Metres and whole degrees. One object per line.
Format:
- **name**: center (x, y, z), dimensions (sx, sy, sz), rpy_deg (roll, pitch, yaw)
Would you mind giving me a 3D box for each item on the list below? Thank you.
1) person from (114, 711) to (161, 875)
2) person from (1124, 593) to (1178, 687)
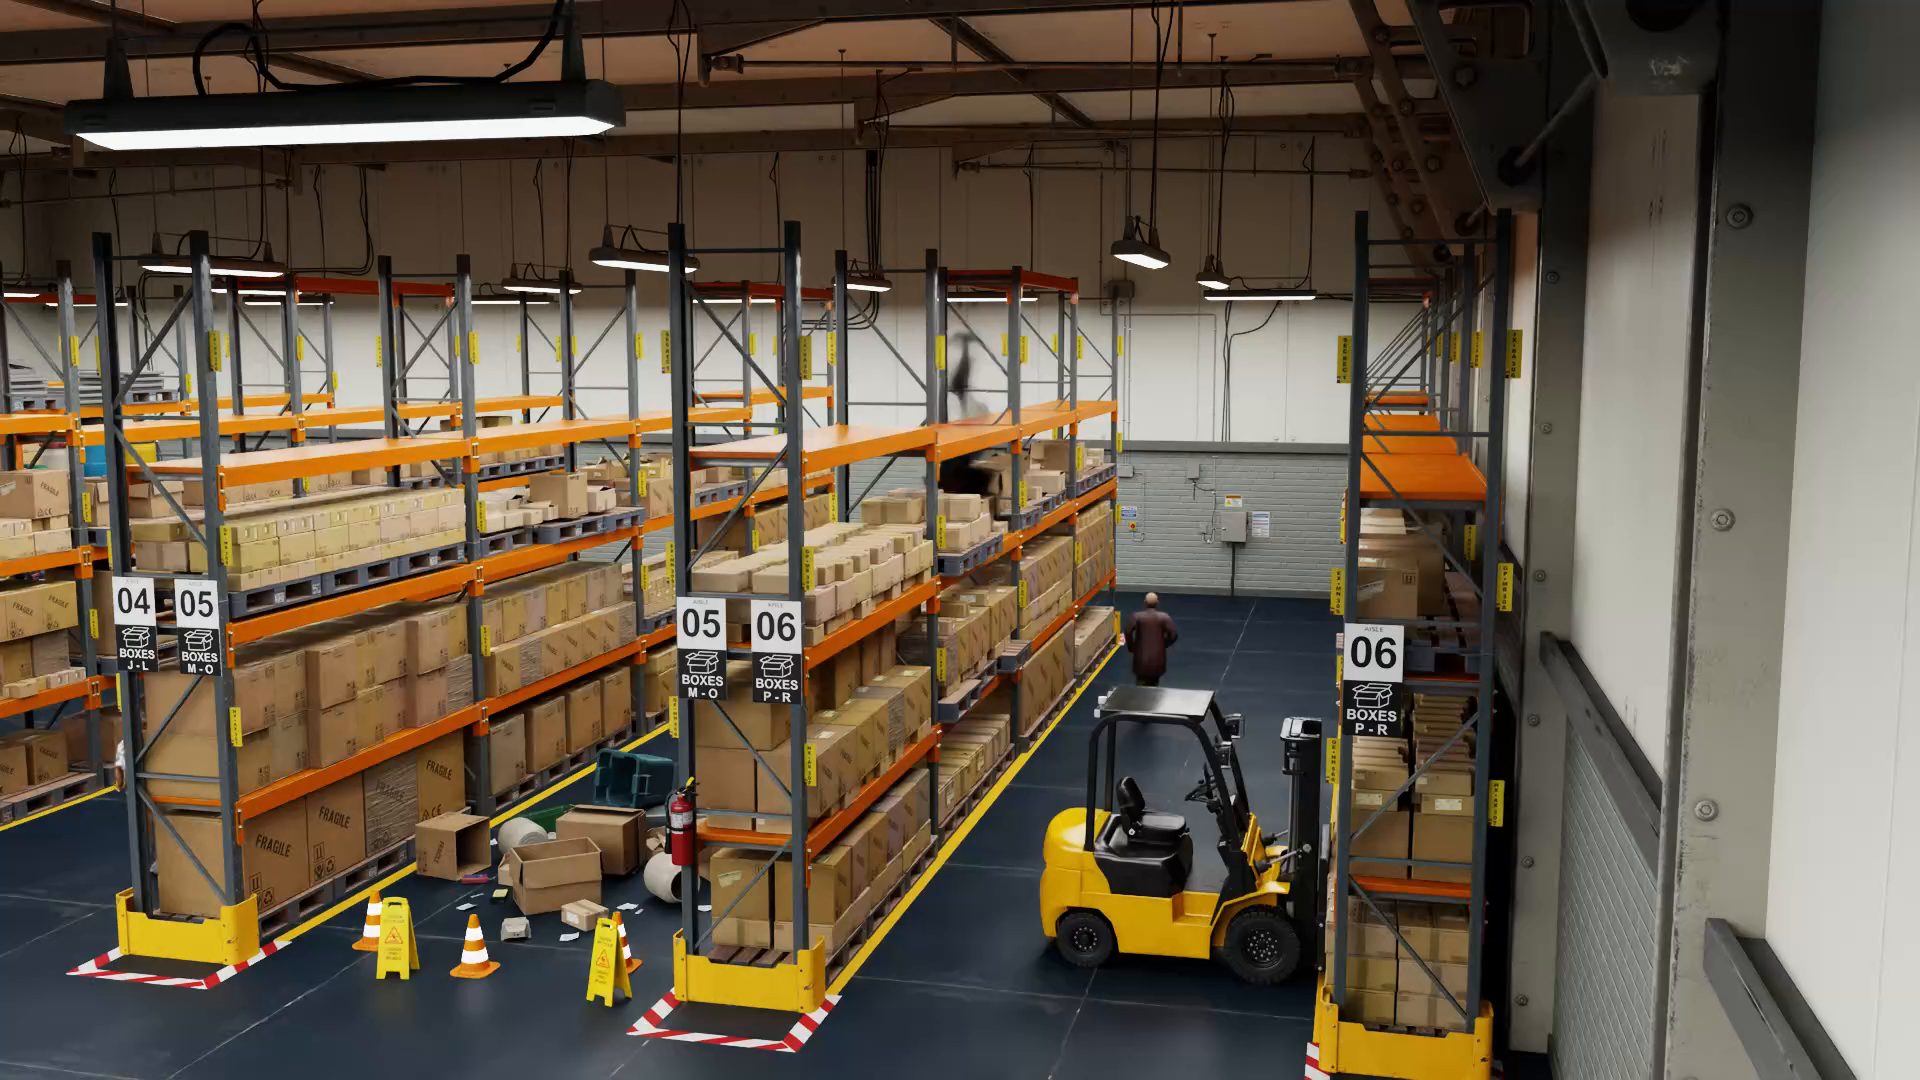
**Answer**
- **person**: center (-7.762, 2.408, 15.838), dimensions (0.542, 1.650, 0.720), rpy_deg (1, 7, 5)
- **person**: center (2.572, 1.572, 22.430), dimensions (0.715, 1.740, 0.633), rpy_deg (1, 7, 9)
